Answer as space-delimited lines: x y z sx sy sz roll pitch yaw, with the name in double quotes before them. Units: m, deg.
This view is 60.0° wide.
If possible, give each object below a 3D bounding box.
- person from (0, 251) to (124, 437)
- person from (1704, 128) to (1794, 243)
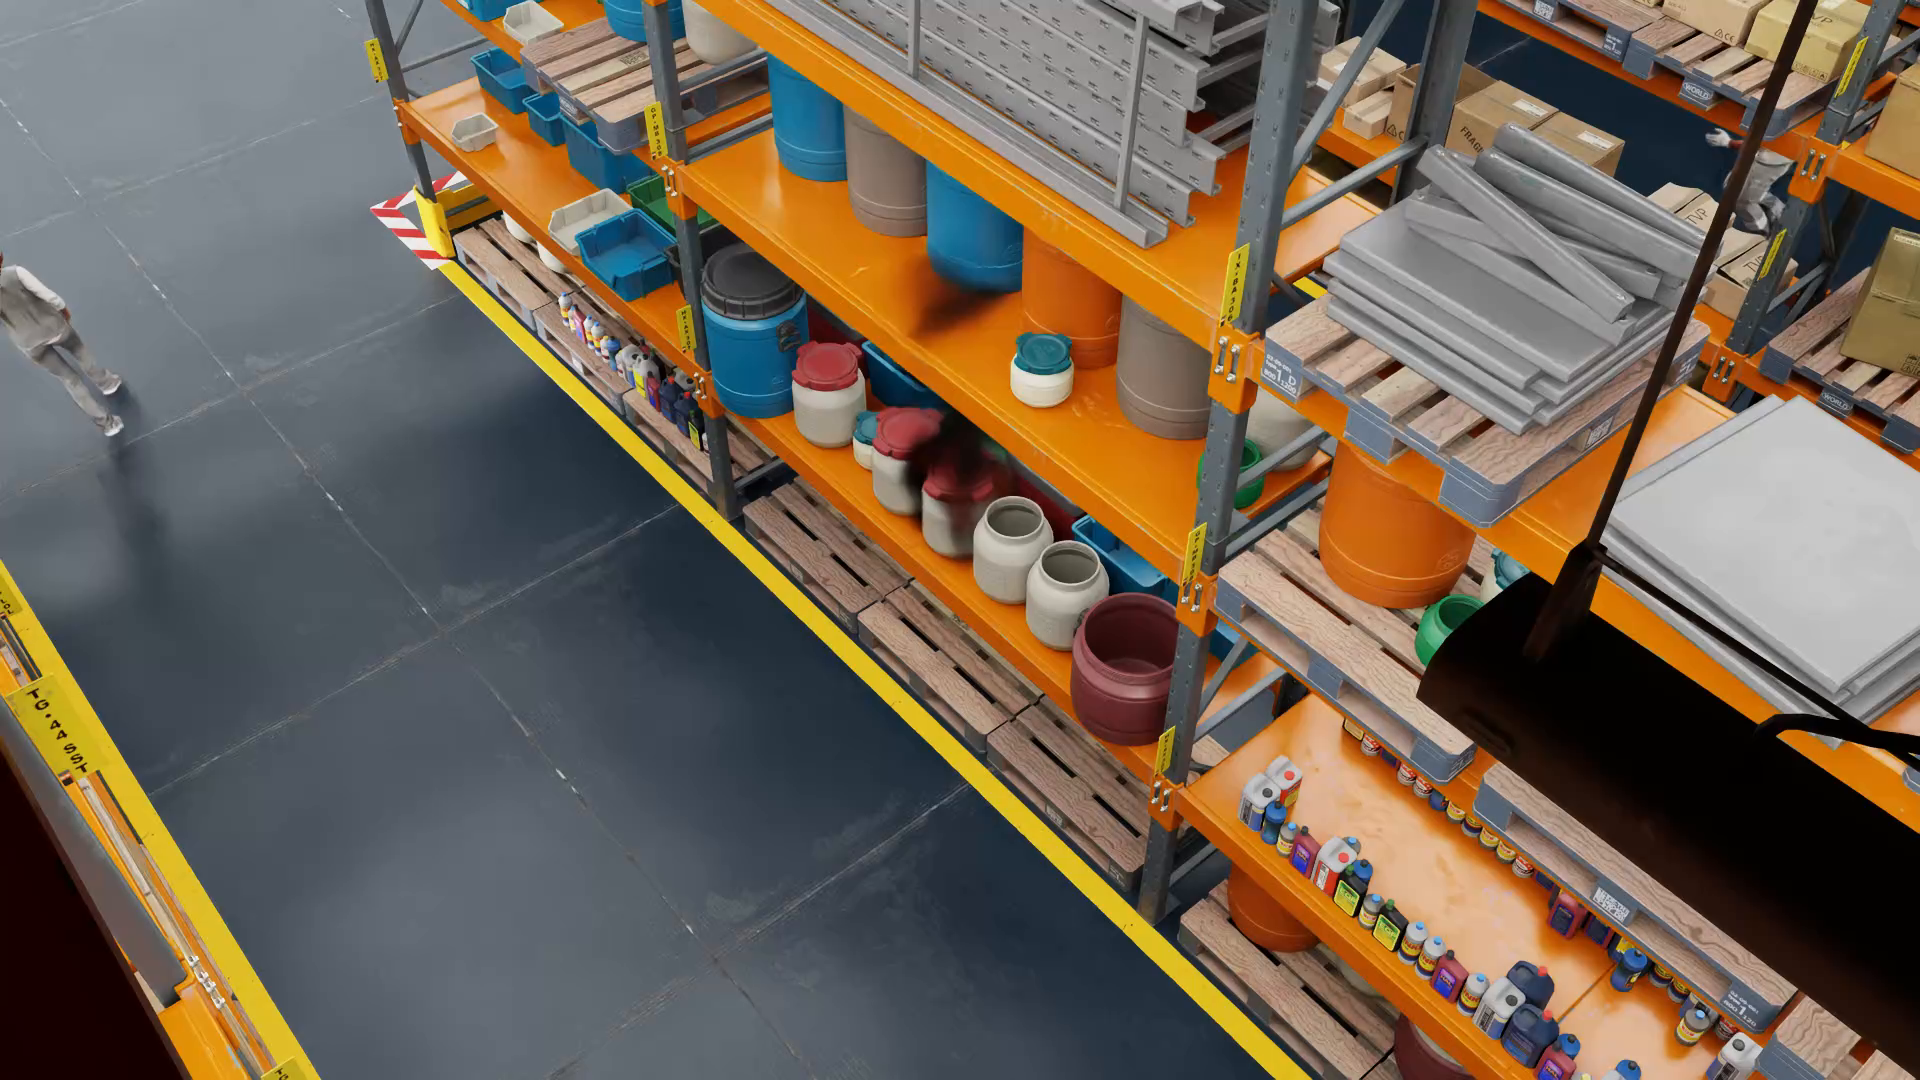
"person" -6.164 -1.350 11.187 0.671 1.555 0.801 -28 52 -24
"person" 6.099 -2.967 12.712 0.844 1.589 0.699 20 50 18
